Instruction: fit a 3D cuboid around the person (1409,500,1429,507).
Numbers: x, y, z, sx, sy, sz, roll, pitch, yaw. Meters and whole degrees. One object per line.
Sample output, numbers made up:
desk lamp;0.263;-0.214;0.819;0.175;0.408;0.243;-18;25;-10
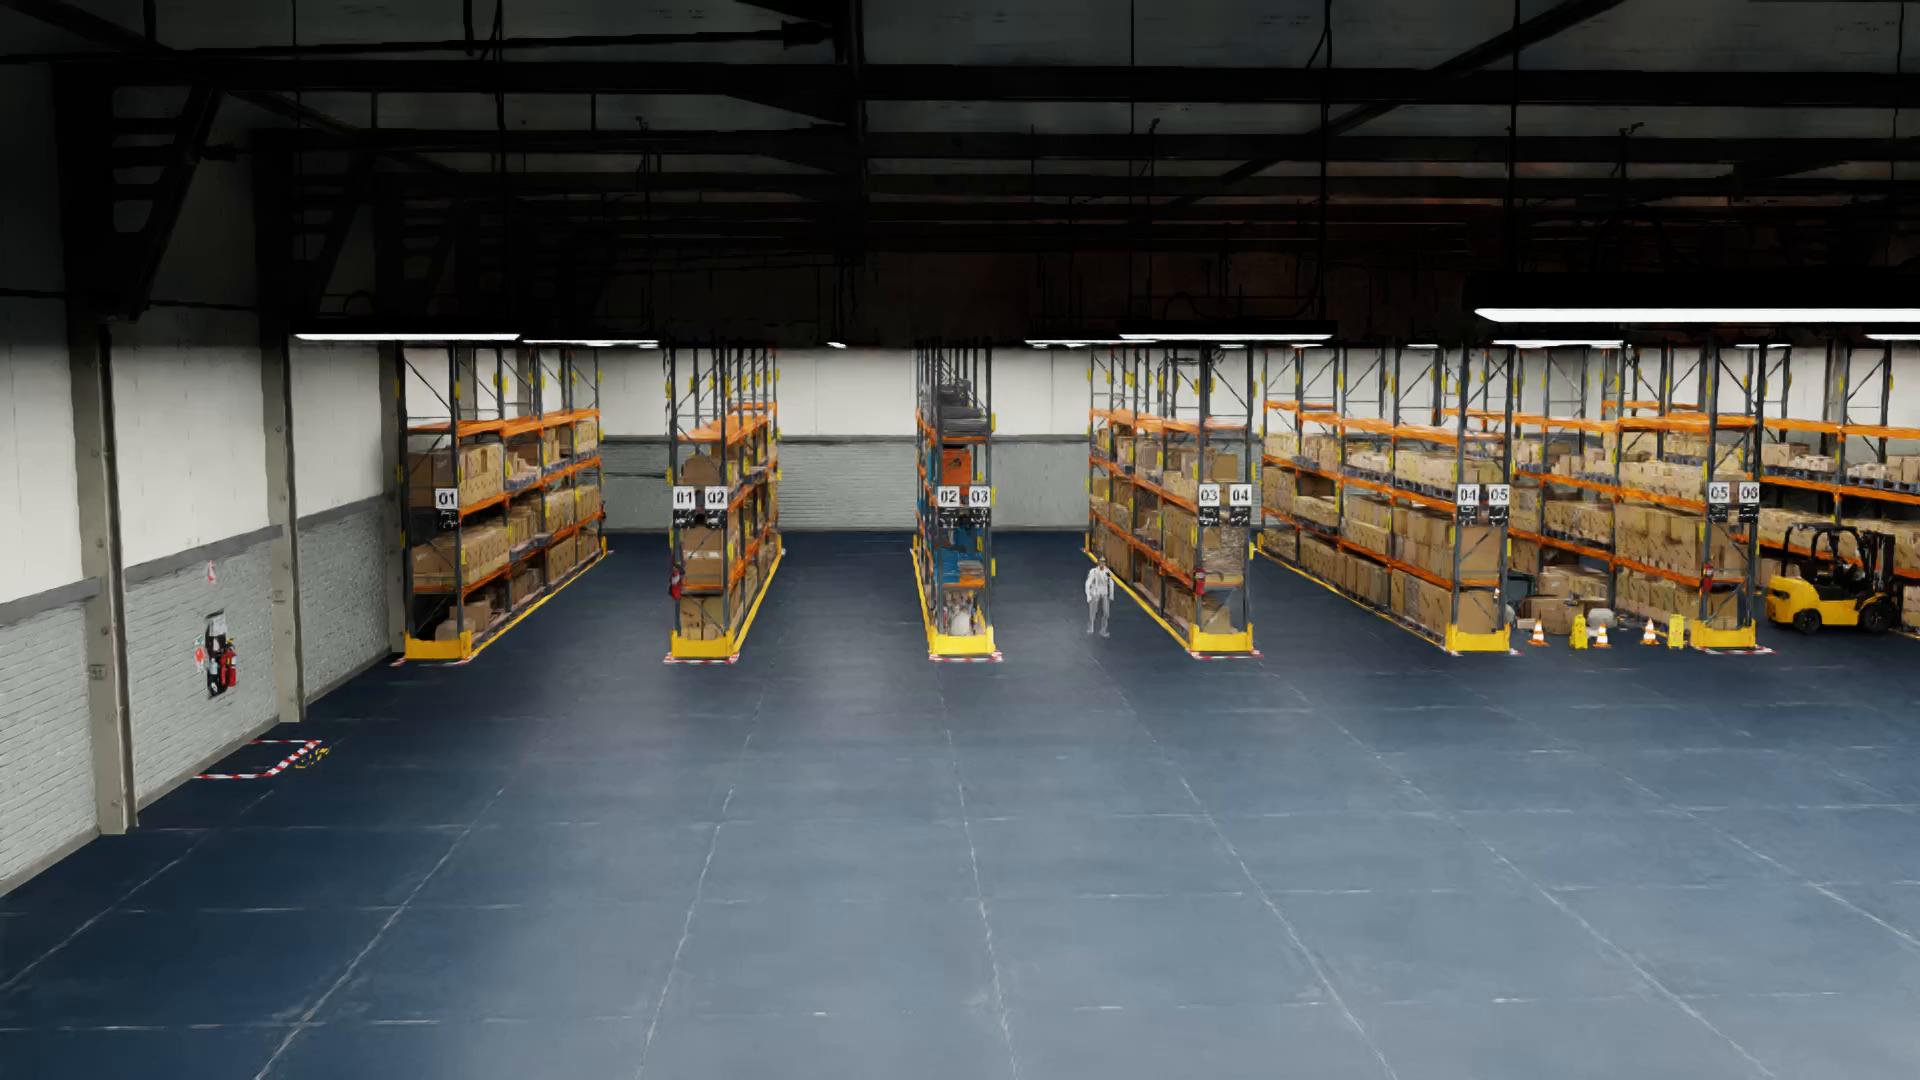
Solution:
person;14.270;-1.030;51.680;0.499;1.750;0.651;-5;8;-37

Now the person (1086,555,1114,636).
person;2.803;1.091;33.655;0.618;1.645;0.659;-1;7;-11

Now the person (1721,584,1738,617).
person;16.539;0.831;35.864;0.508;1.648;0.561;3;7;23

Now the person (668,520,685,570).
person;-7.315;-0.002;43.413;0.598;1.619;0.506;0;7;-4
